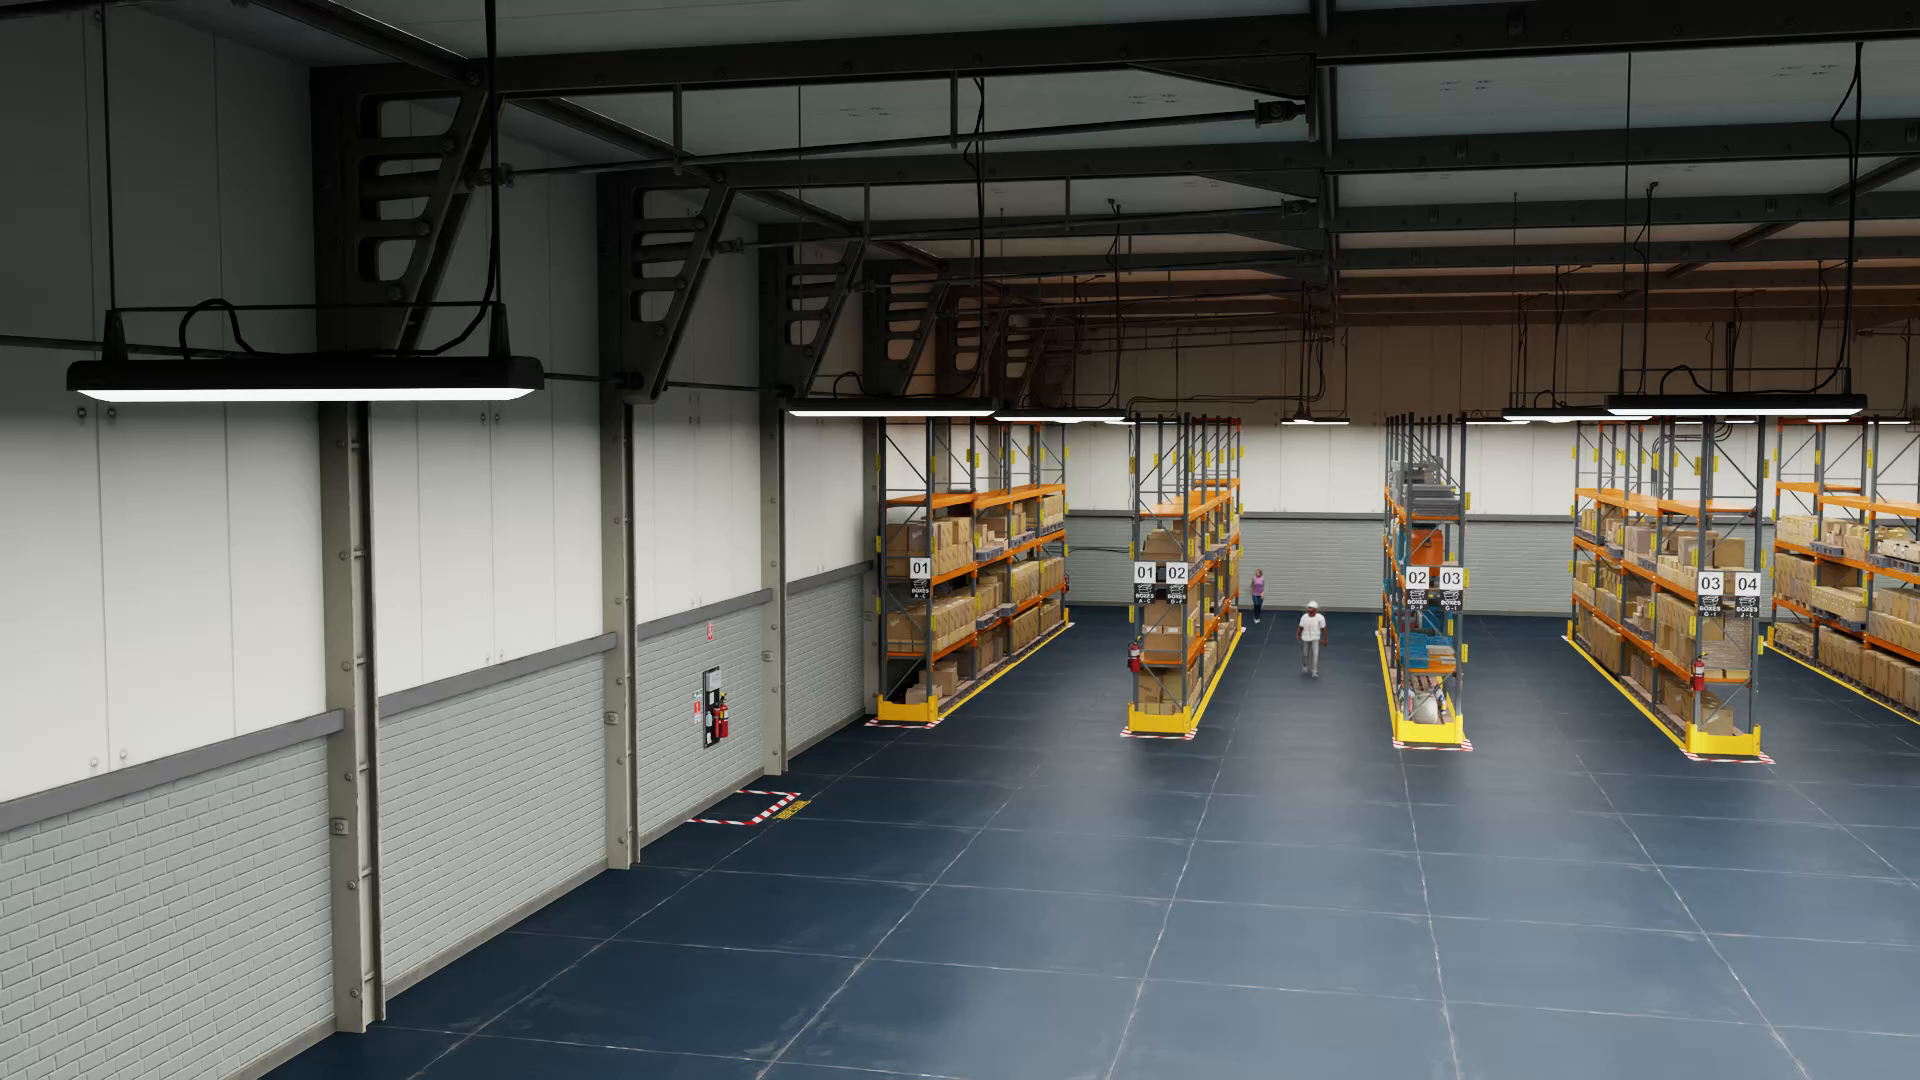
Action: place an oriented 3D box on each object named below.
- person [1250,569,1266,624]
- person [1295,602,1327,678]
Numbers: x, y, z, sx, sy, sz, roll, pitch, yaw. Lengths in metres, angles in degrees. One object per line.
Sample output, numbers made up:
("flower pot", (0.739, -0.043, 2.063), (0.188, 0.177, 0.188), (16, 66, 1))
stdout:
("person", (8.740, 1.656, 48.719), (0.425, 1.633, 0.626), (0, 4, -1))
("person", (8.068, 2.276, 38.223), (0.744, 1.722, 1.028), (1, 4, 9))
